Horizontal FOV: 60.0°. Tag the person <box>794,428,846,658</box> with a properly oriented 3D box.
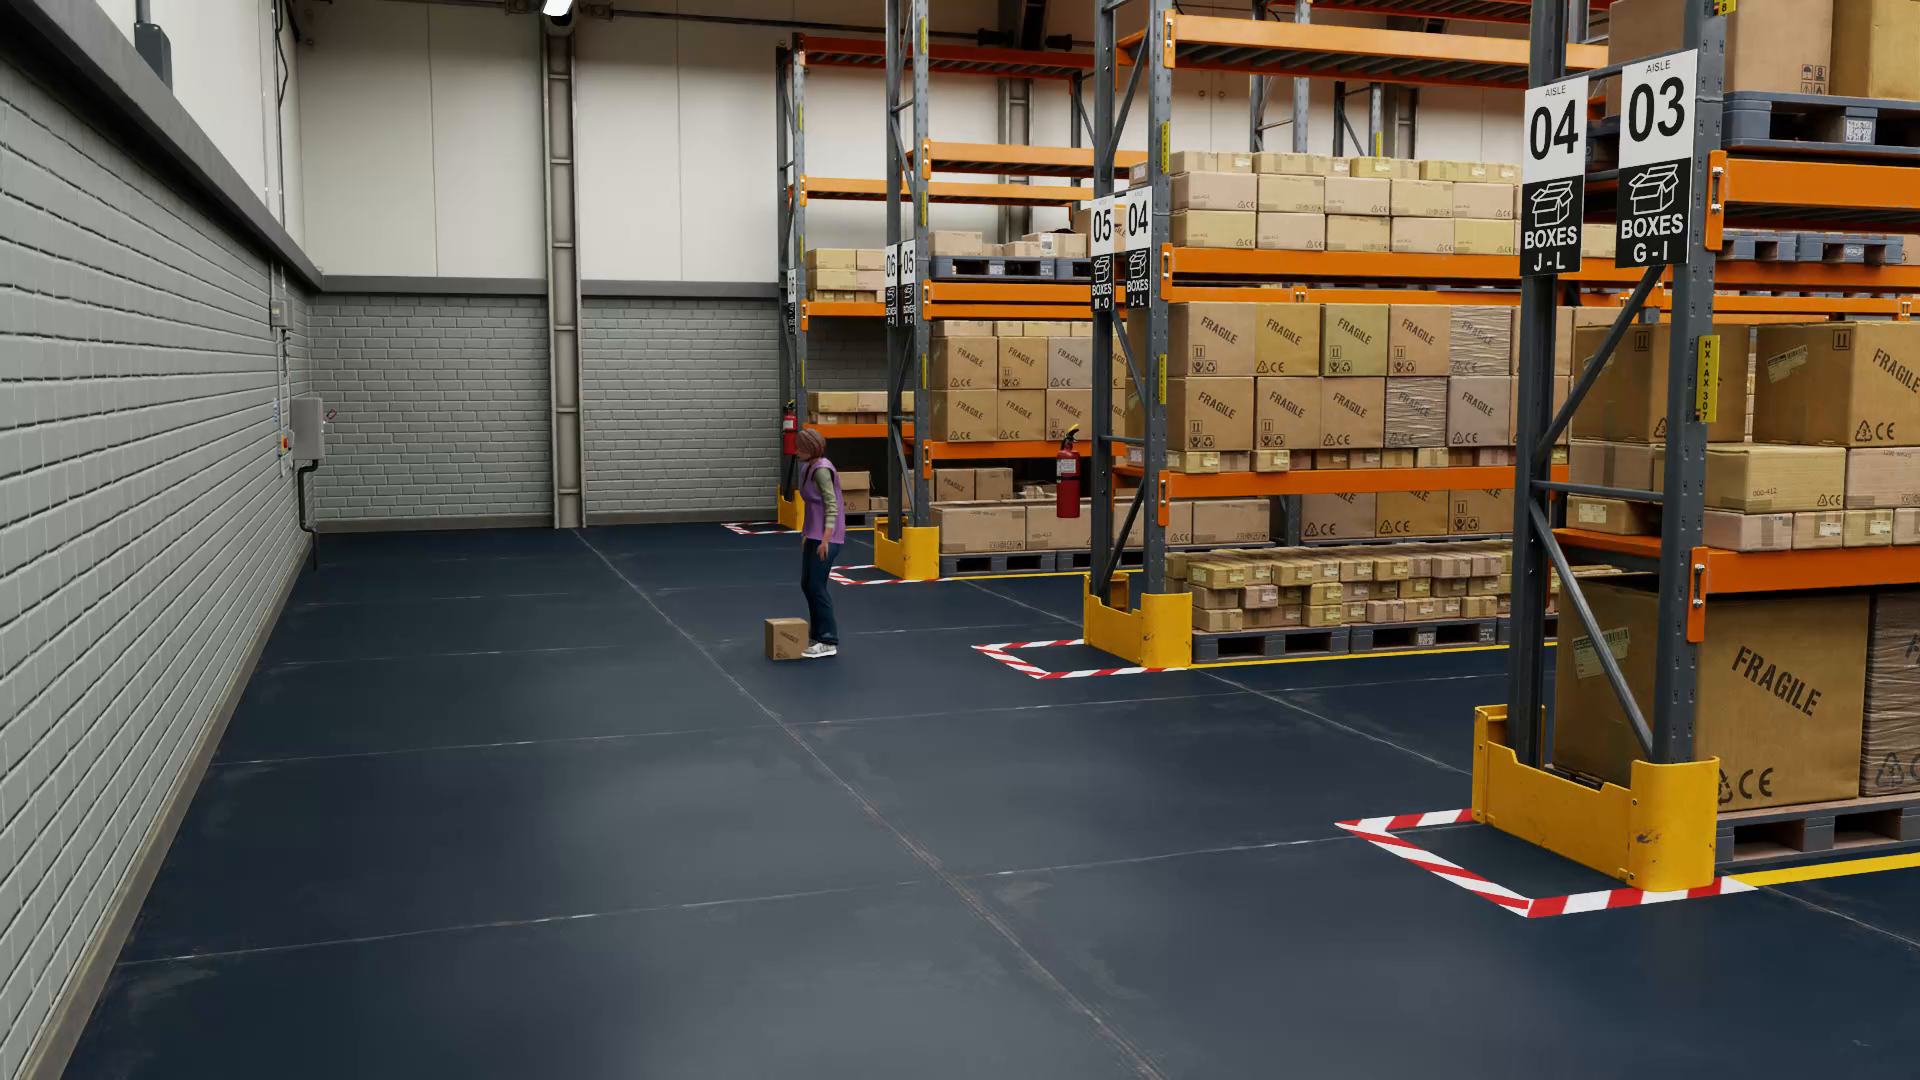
[{"bbox_3d":[-0.993,0.014,11.645,0.348,1.590,0.469,-2,6,-21],"label":"person"}]
